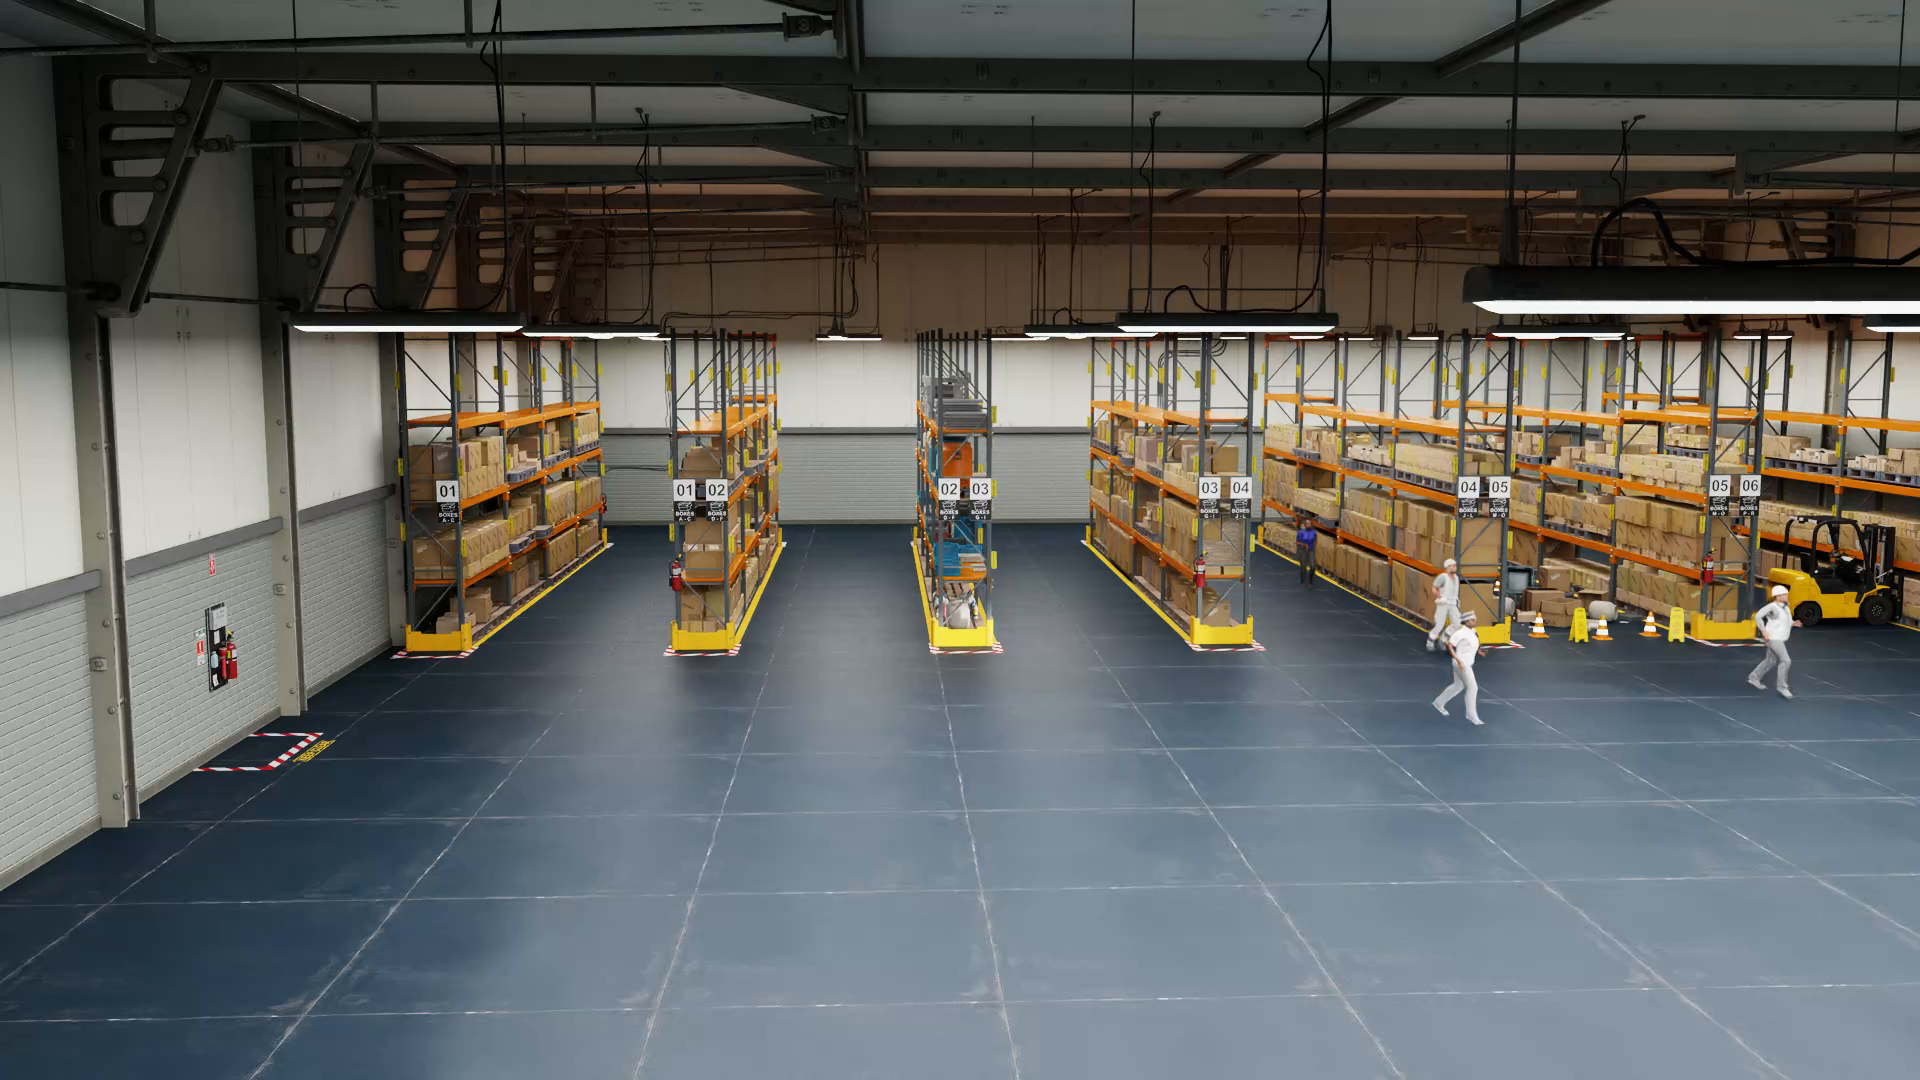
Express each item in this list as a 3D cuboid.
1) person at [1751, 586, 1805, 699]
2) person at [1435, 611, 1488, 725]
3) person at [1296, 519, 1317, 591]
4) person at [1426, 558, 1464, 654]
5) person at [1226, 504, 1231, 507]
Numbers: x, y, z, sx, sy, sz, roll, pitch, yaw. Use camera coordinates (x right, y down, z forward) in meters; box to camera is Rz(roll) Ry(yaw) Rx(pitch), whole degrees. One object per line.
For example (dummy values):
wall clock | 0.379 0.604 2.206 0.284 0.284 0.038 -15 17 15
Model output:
person | 13.394 1.641 27.218 0.823 1.808 0.649 6 9 43
person | 7.645 1.910 25.273 0.825 1.725 0.578 4 8 31
person | 8.089 0.399 38.748 0.561 1.612 0.738 0 7 -2
person | 9.106 1.223 30.907 0.718 1.752 0.642 -3 8 -26
person | 7.680 -0.770 48.255 0.573 1.602 0.583 -6 9 -42
